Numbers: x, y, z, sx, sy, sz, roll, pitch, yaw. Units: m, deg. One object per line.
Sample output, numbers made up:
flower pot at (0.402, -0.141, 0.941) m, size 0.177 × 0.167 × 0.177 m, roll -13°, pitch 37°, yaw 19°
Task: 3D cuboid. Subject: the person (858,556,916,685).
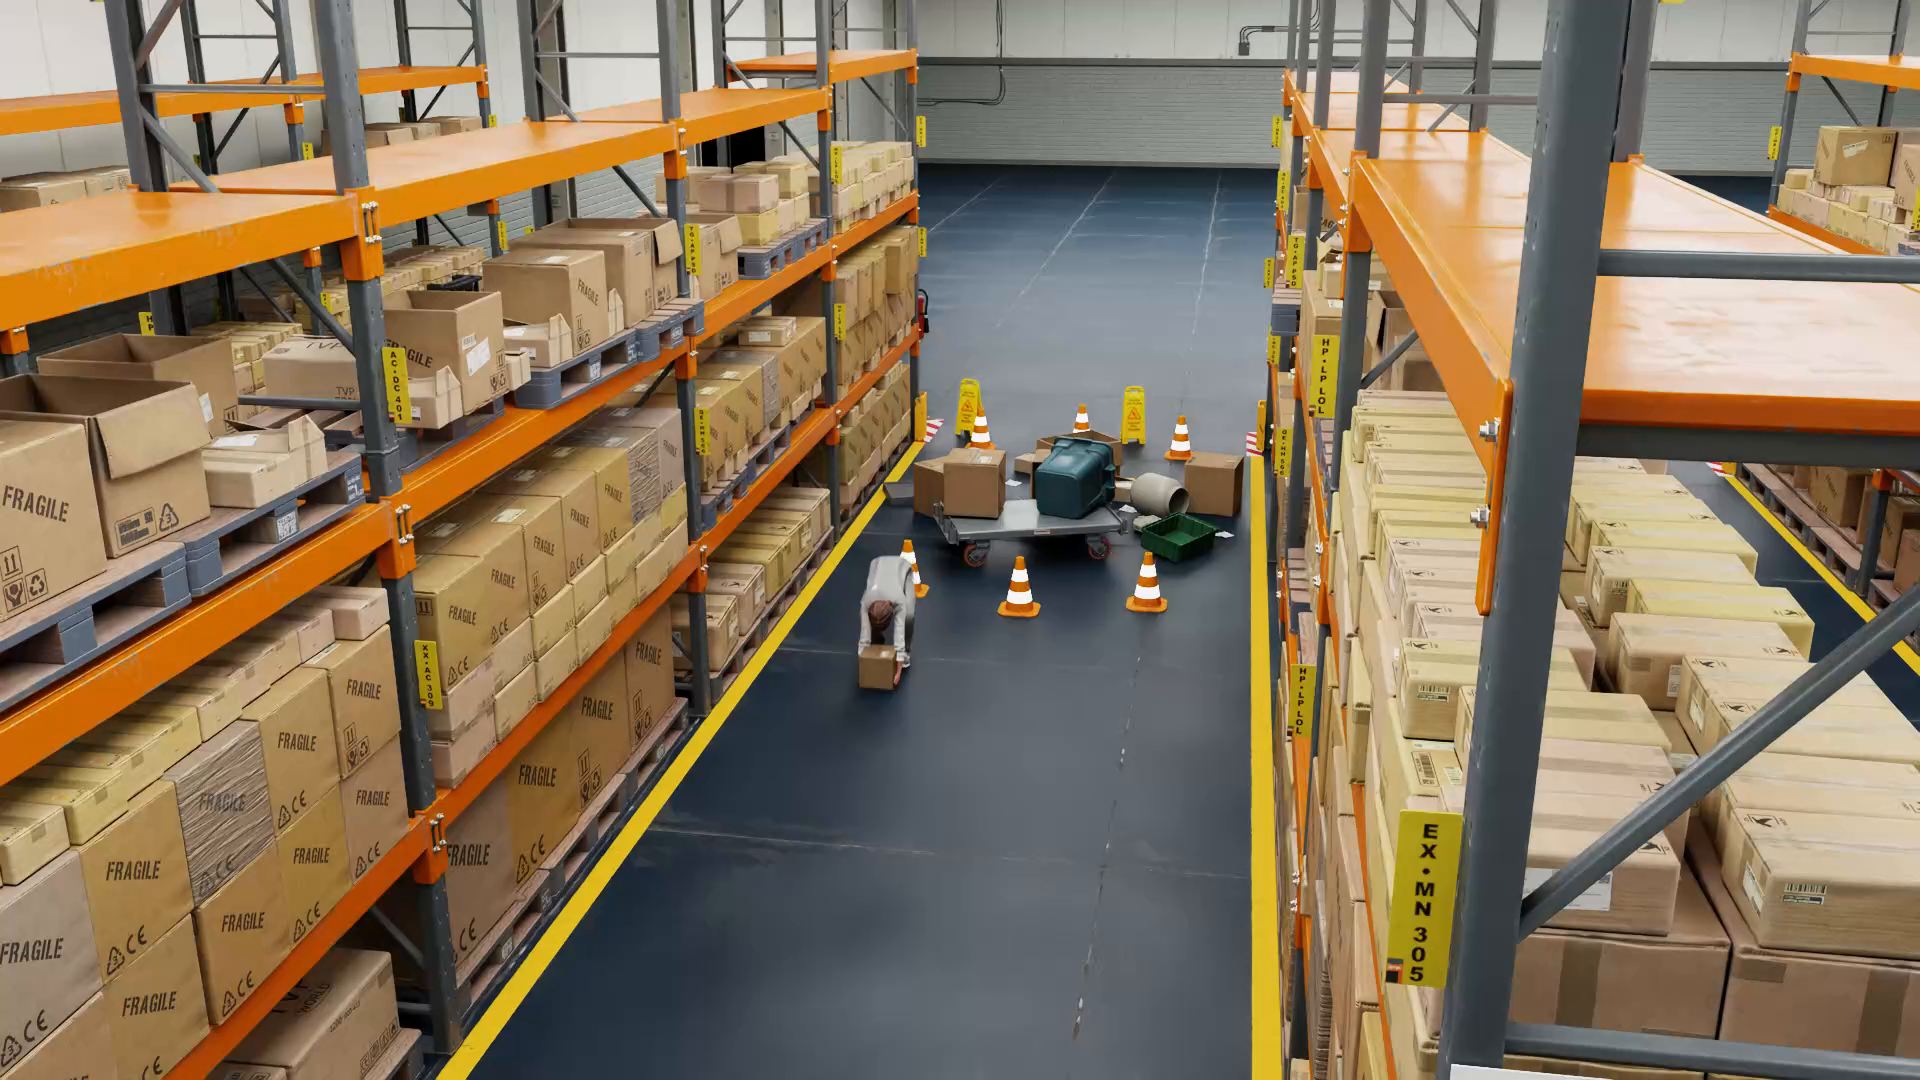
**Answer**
person at (-0.549, 0.584, 12.516) m, size 0.423 × 0.832 × 0.856 m, roll 2°, pitch 18°, yaw 6°
